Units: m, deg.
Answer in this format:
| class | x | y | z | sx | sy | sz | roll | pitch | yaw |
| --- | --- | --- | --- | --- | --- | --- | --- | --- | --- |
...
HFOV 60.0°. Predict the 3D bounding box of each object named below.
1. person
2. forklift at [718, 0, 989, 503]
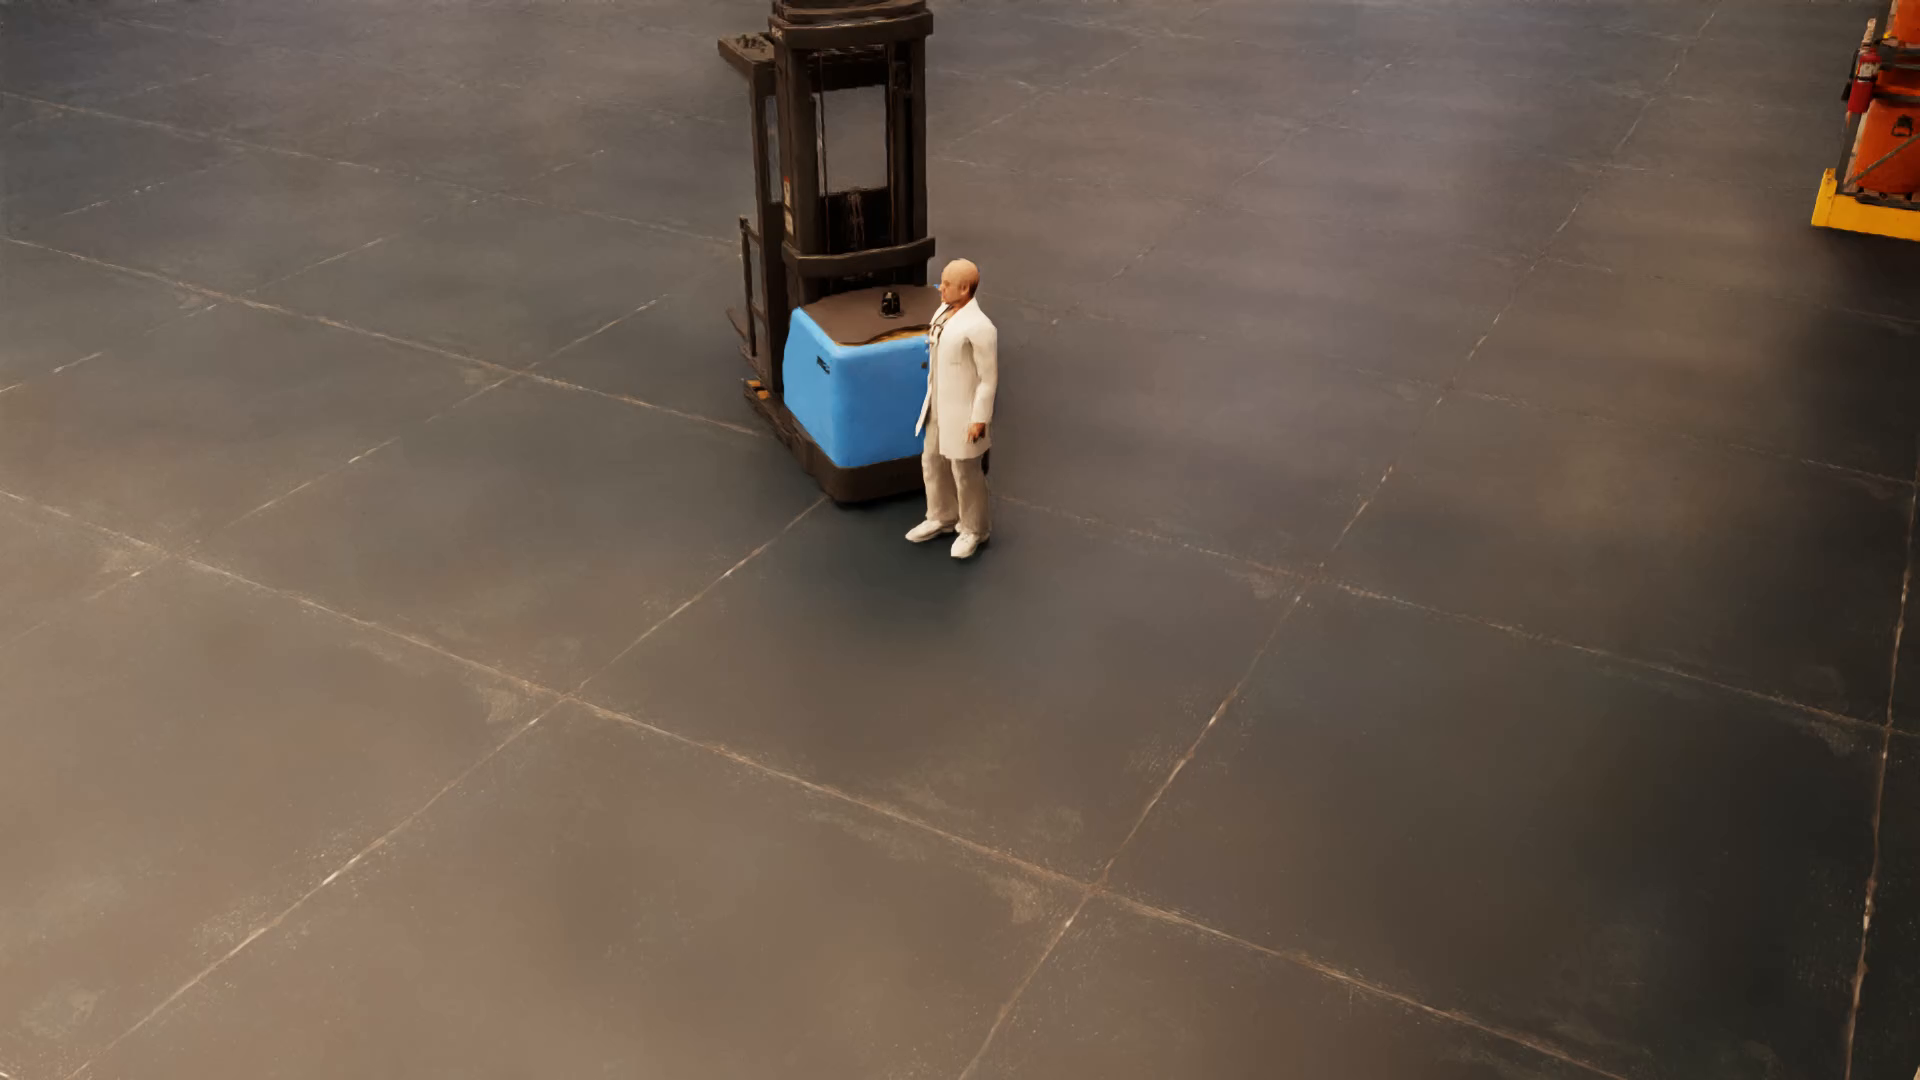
| class | x | y | z | sx | sy | sz | roll | pitch | yaw |
| --- | --- | --- | --- | --- | --- | --- | --- | --- | --- |
| person | -0.056 | -0.755 | 9.537 | 0.486 | 1.778 | 0.585 | -13 | 32 | -21 |
| forklift | -0.871 | -2.217 | 10.912 | 1.130 | 2.935 | 3.031 | -12 | 32 | -20 |
